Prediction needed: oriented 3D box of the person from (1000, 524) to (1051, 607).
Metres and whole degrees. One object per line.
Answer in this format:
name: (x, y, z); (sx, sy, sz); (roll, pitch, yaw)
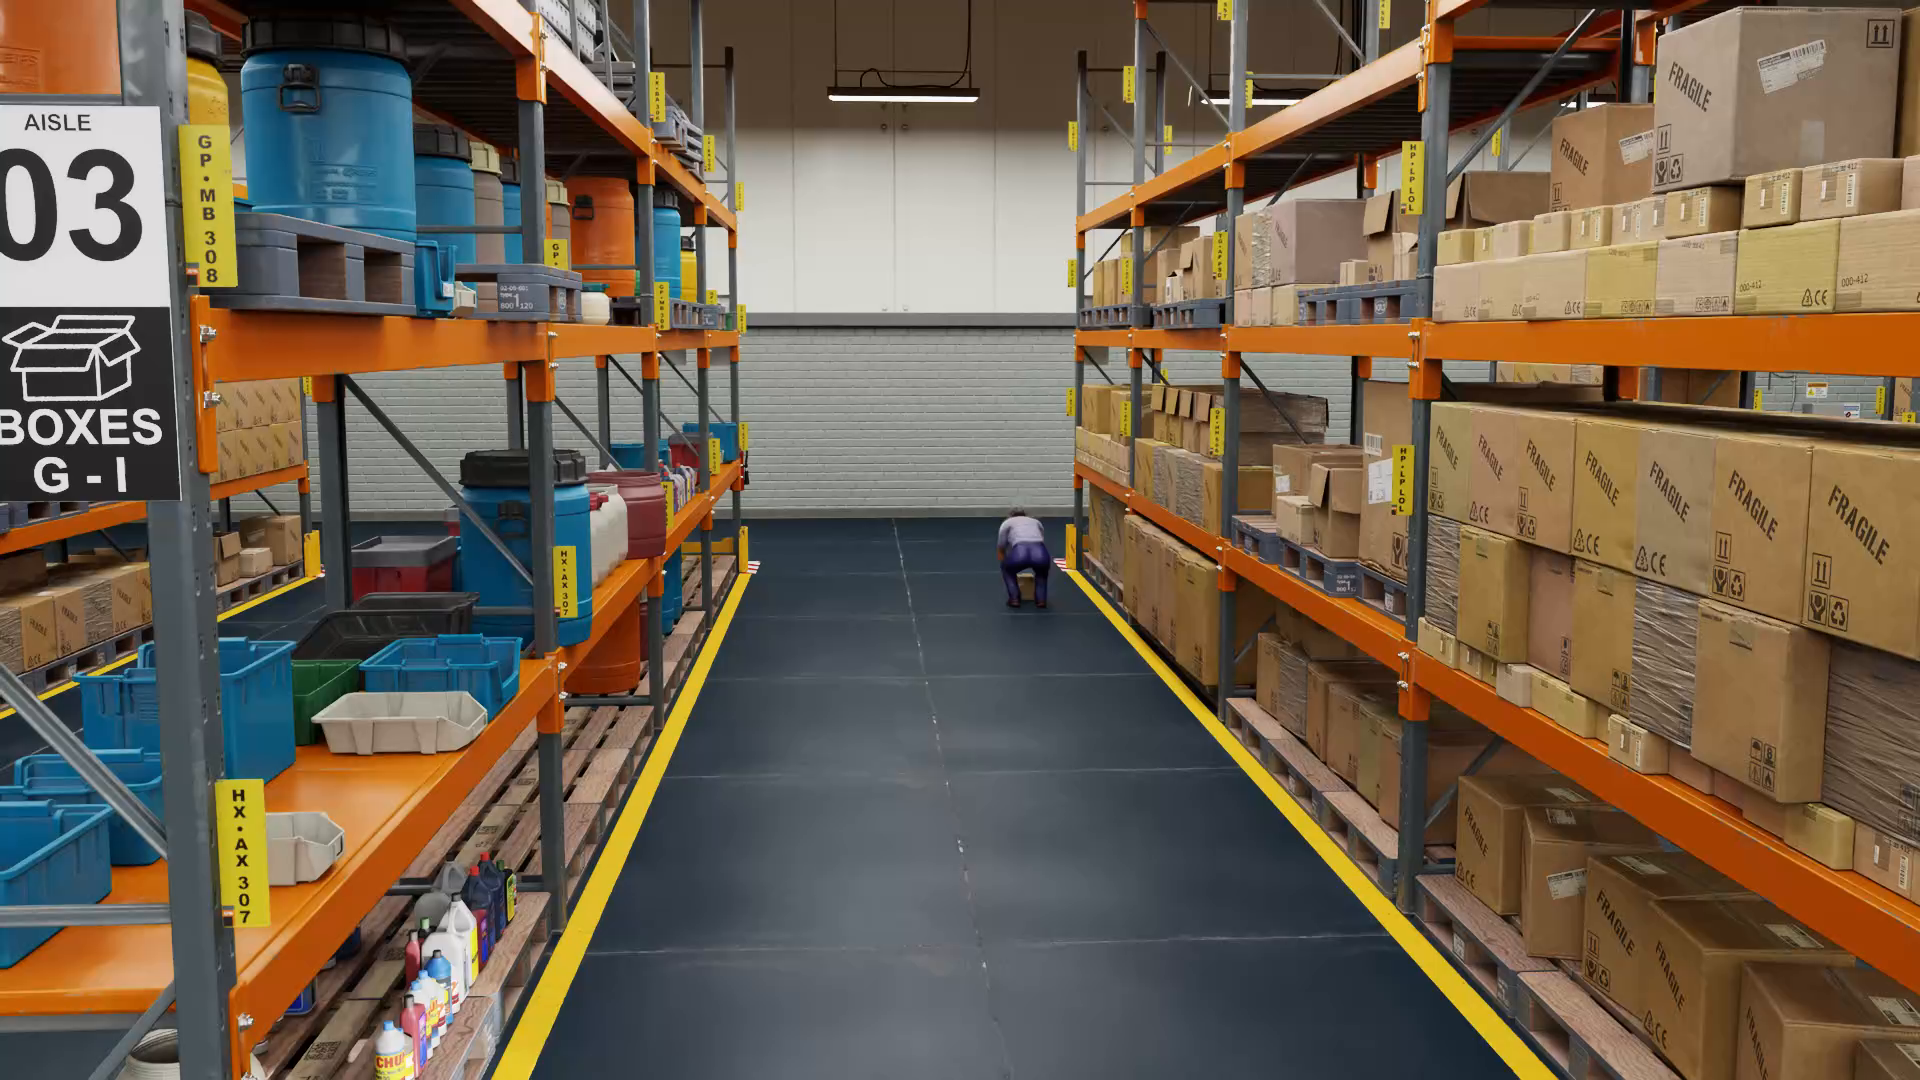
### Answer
person: (0.680, 0.268, 17.156); (0.516, 0.803, 0.824); (0, 7, -4)
